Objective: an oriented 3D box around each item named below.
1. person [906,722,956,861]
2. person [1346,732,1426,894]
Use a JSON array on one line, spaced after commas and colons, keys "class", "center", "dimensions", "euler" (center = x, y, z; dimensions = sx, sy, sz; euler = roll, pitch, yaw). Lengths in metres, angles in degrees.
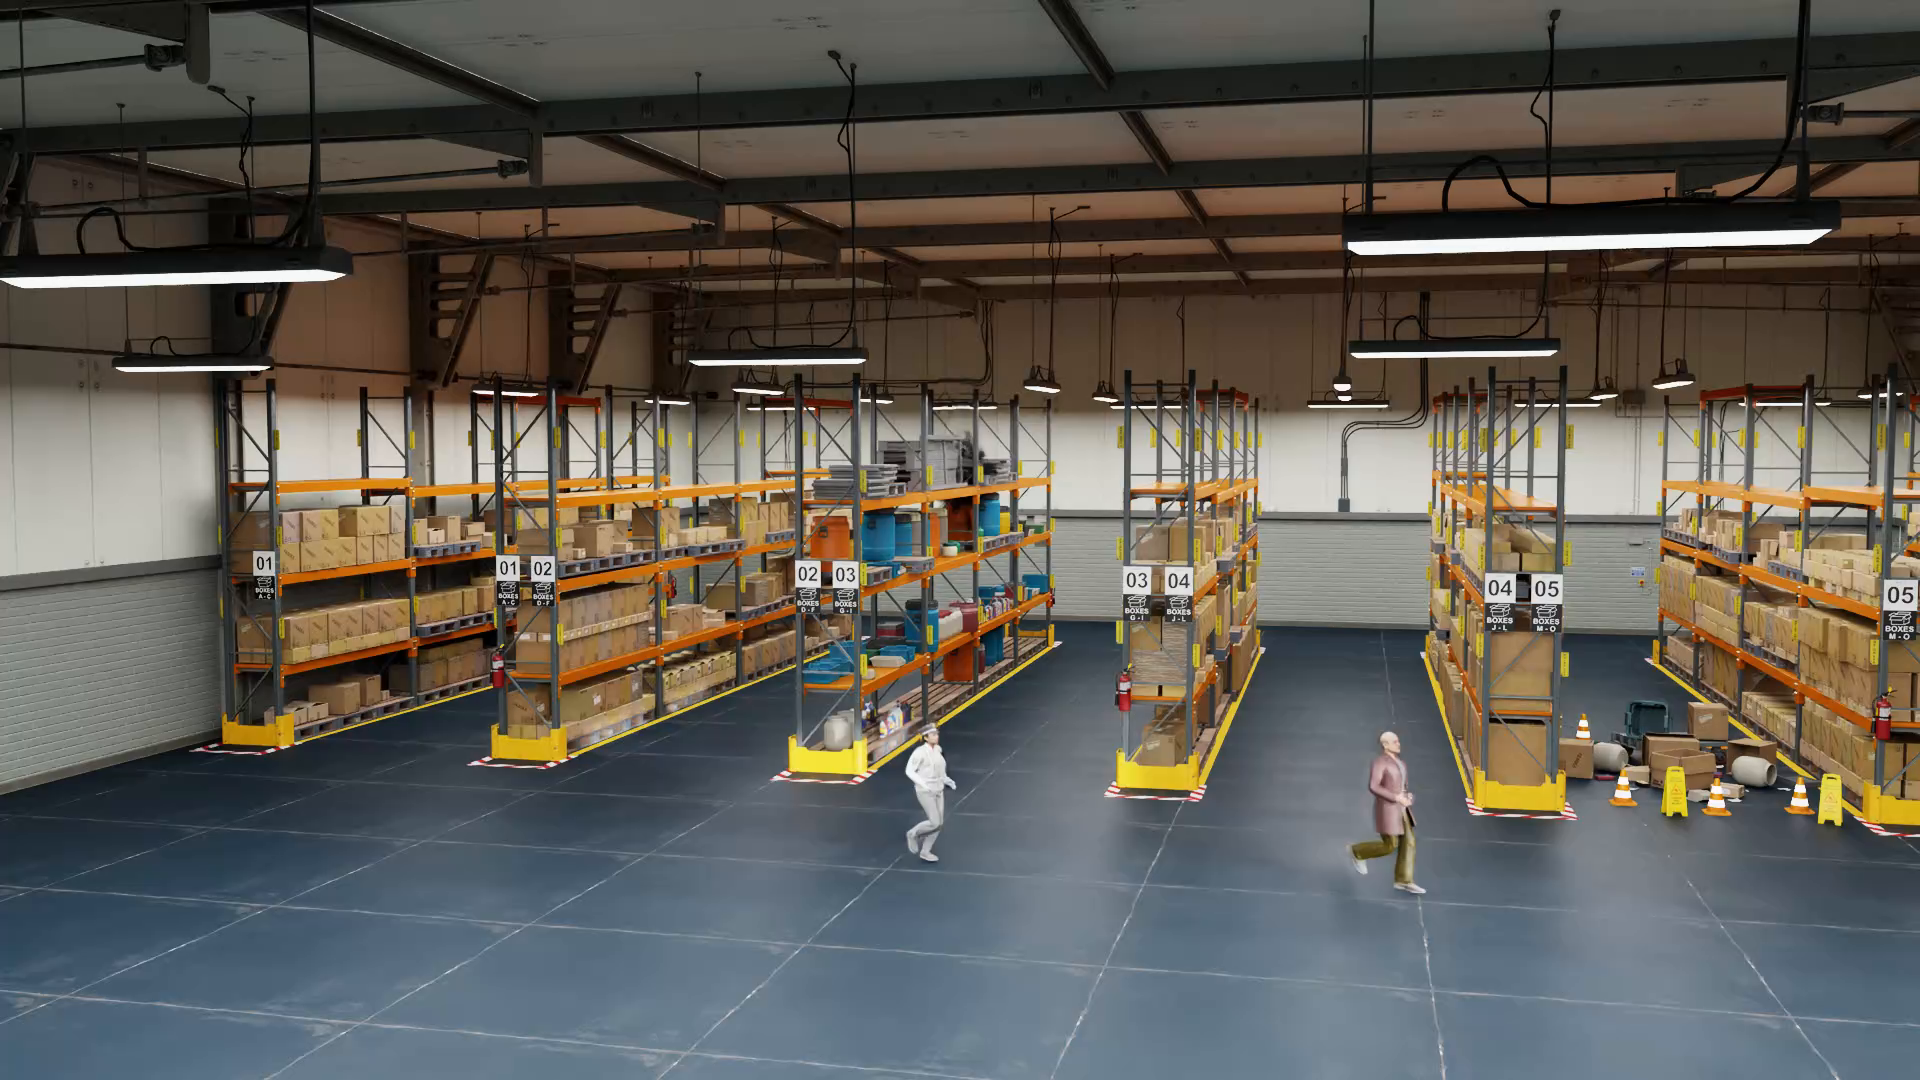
[{"class": "person", "center": [-0.353, 2.993, 19.782], "dimensions": [0.540, 1.640, 0.599], "euler": [3, 4, 38]}, {"class": "person", "center": [4.776, 3.015, 18.548], "dimensions": [0.923, 1.764, 0.711], "euler": [3, 5, 41]}]
